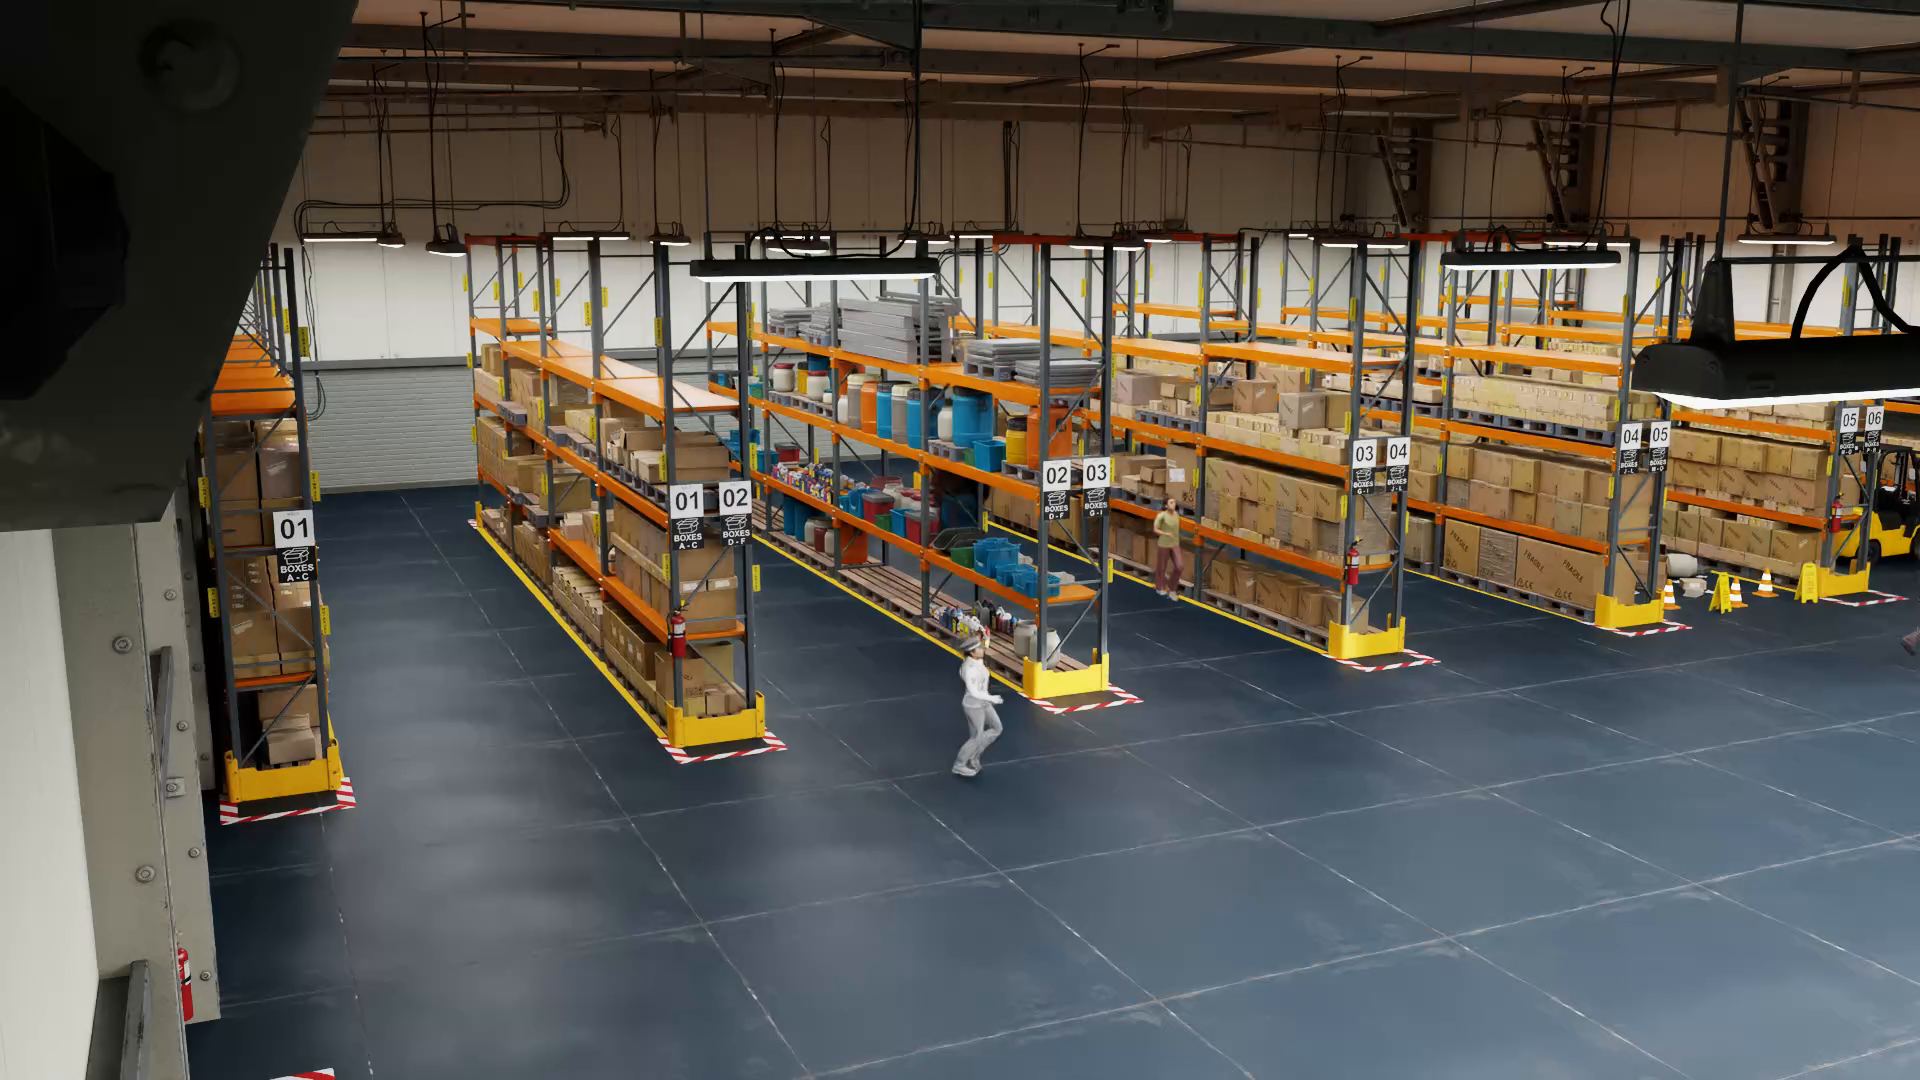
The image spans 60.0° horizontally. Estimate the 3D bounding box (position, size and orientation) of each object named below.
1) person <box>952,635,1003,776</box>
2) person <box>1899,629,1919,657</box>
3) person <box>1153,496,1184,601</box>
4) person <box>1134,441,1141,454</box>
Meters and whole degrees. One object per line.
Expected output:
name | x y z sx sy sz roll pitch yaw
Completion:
person | 0.205 1.885 19.033 0.593 1.655 0.628 1 11 6
person | 14.008 0.931 23.686 0.924 1.706 0.657 4 12 20
person | 3.343 0.136 26.651 0.571 1.719 0.641 -5 12 -24
person | 4.533 -2.541 41.970 0.956 1.606 0.744 7 13 31
